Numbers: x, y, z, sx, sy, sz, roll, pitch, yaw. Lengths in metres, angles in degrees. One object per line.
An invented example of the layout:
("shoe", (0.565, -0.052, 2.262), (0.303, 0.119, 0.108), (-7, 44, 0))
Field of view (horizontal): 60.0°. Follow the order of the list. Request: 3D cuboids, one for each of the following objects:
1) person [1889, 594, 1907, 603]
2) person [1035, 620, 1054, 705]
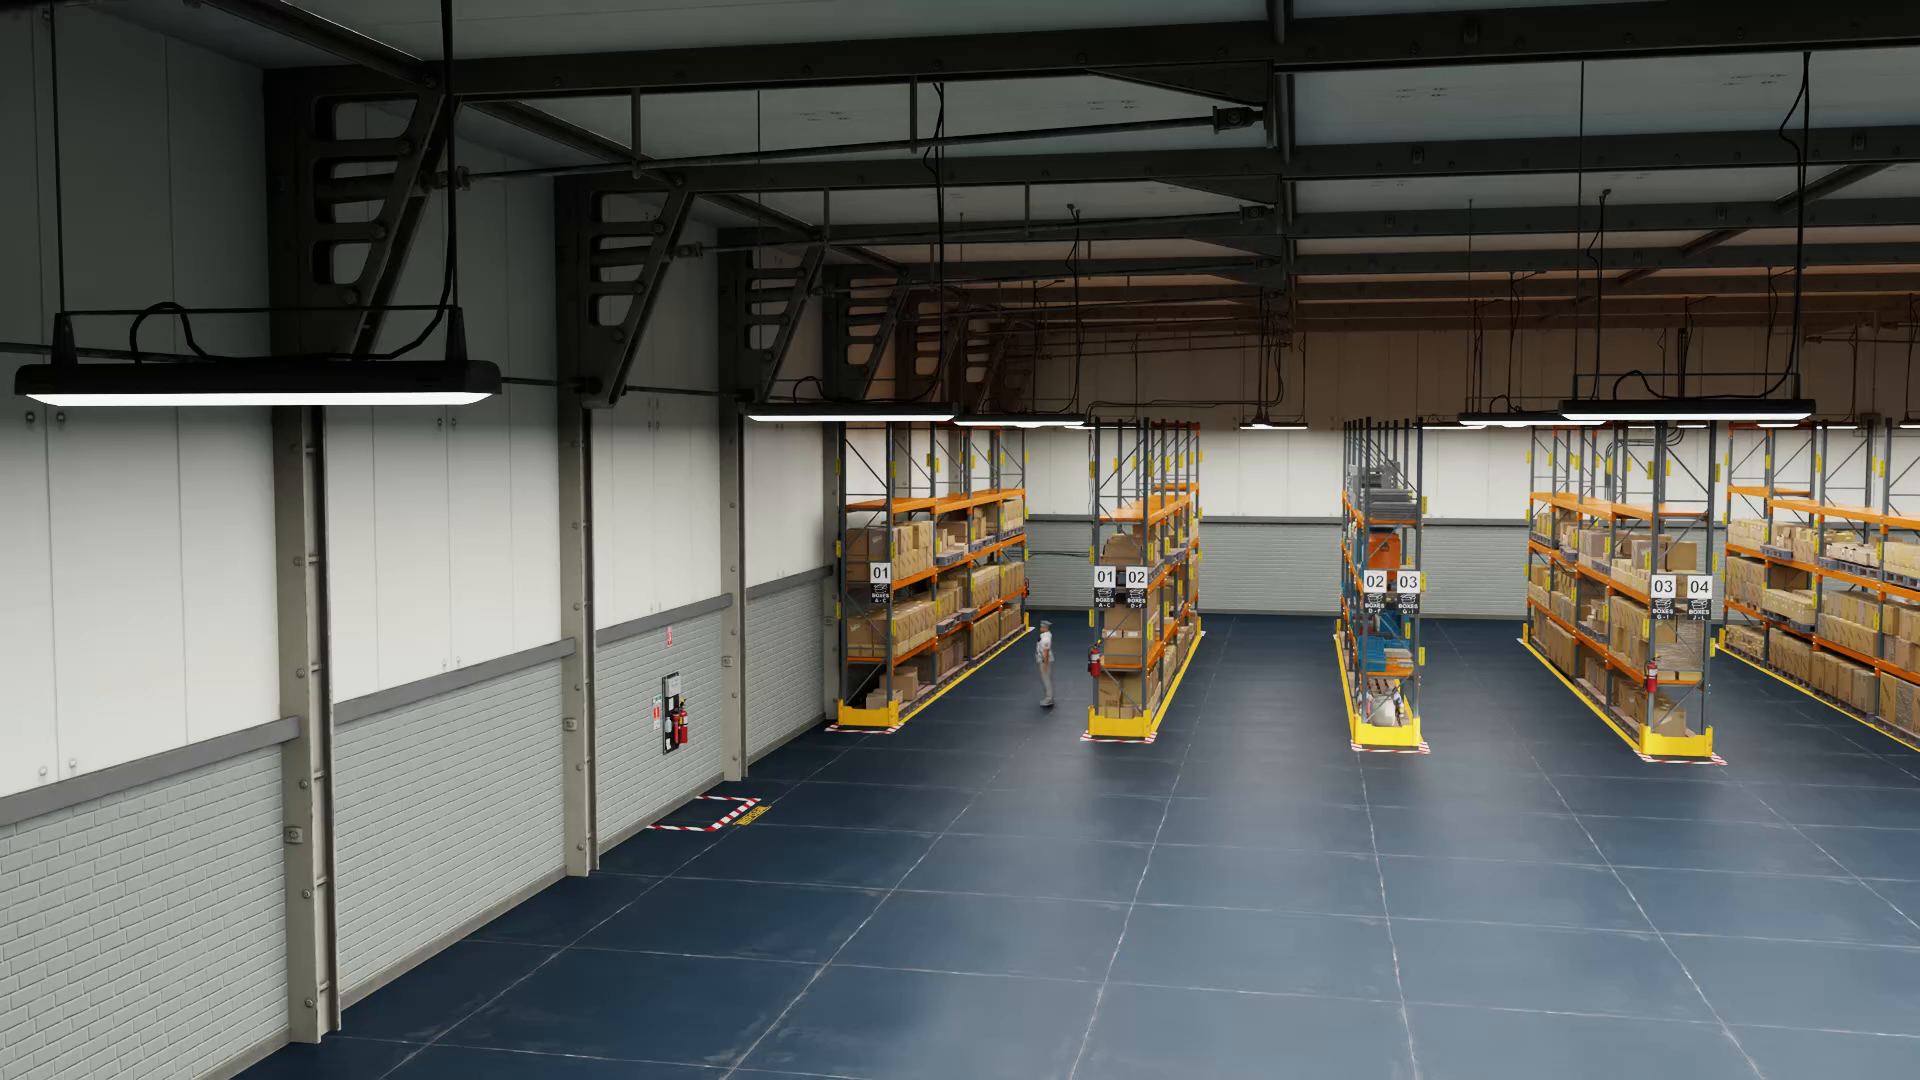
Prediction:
("person", (26.135, 1.799, 46.498), (0.444, 1.794, 0.564), (-1, 4, -10))
("person", (1.782, 2.585, 34.912), (0.403, 1.802, 0.619), (0, 4, 2))
